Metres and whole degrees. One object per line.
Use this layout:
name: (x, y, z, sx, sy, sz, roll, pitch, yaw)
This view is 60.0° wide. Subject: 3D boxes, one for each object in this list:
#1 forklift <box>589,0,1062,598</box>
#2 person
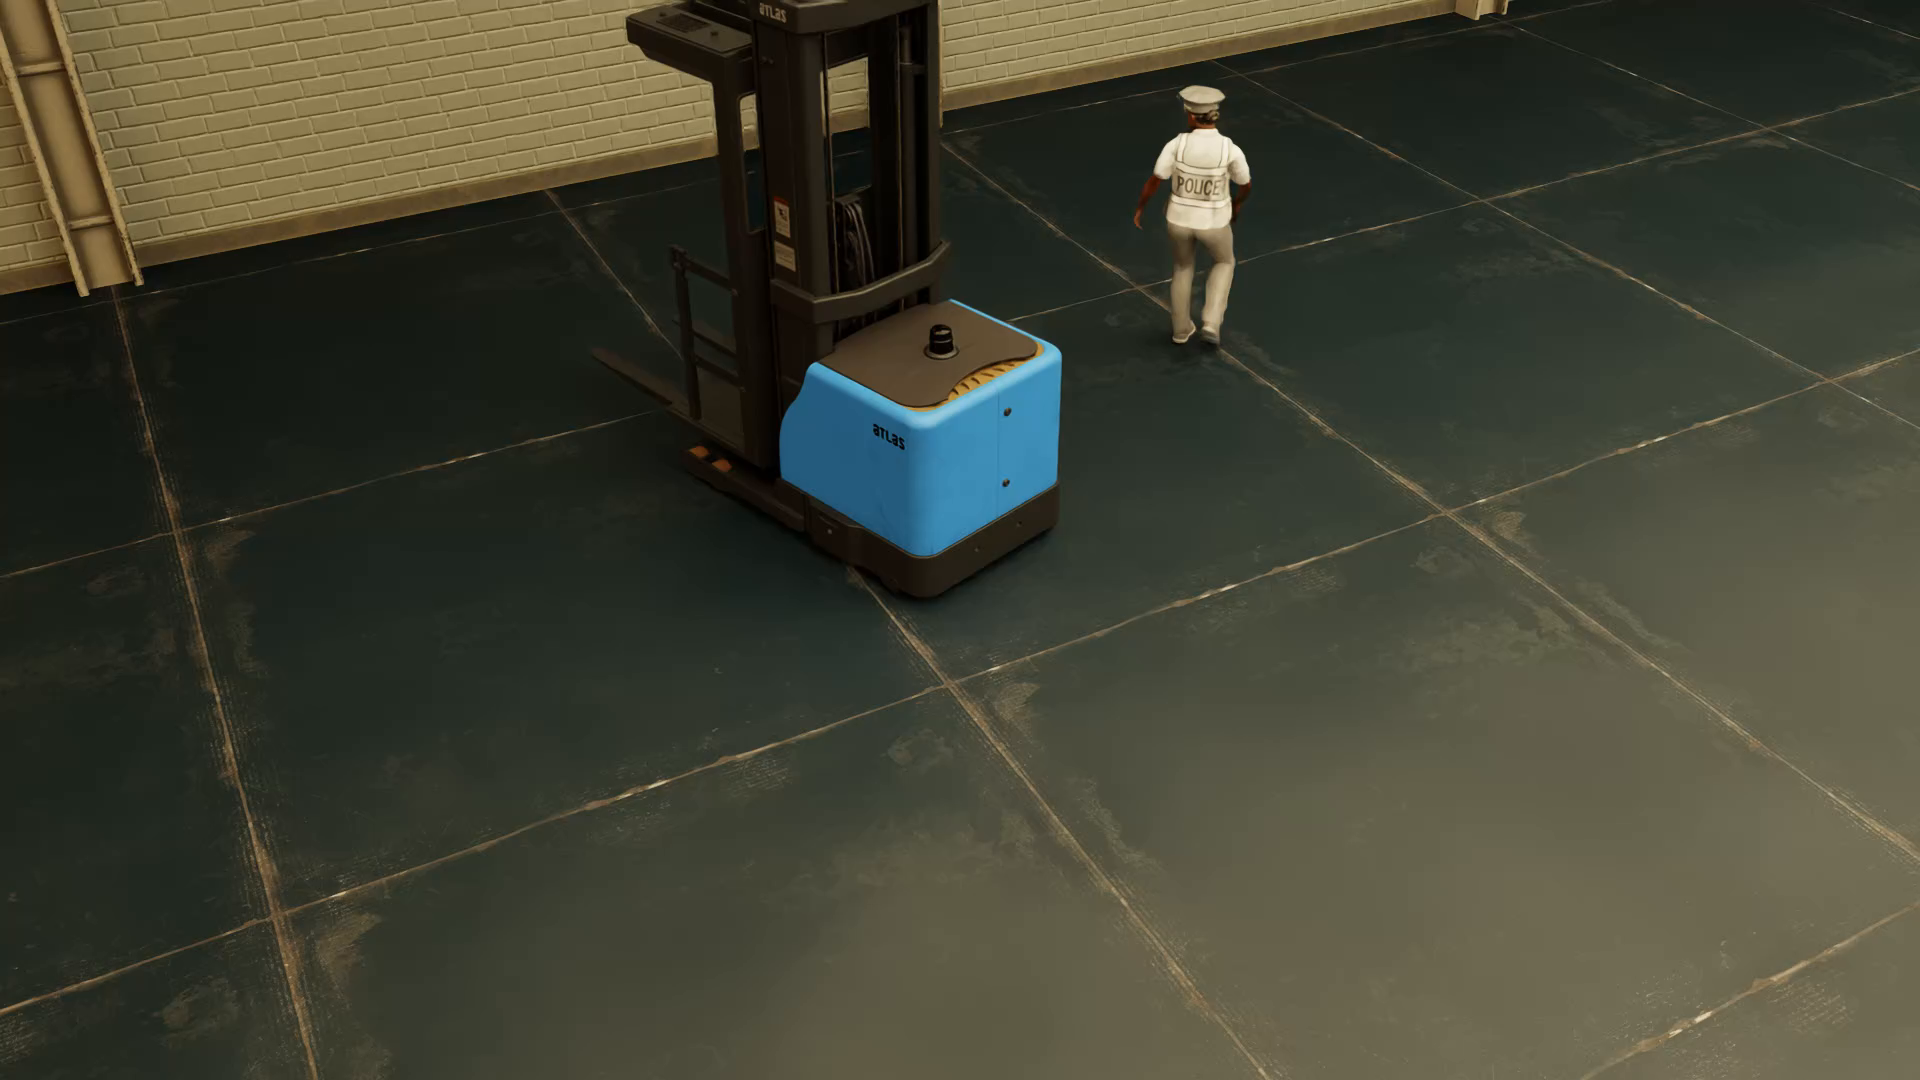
forklift: (-0.887, -1.658, 8.468, 3.031, 2.935, 1.130, 30, 45, 35)
person: (1.390, -1.930, 9.991, 0.685, 1.629, 0.453, 11, 37, 15)
